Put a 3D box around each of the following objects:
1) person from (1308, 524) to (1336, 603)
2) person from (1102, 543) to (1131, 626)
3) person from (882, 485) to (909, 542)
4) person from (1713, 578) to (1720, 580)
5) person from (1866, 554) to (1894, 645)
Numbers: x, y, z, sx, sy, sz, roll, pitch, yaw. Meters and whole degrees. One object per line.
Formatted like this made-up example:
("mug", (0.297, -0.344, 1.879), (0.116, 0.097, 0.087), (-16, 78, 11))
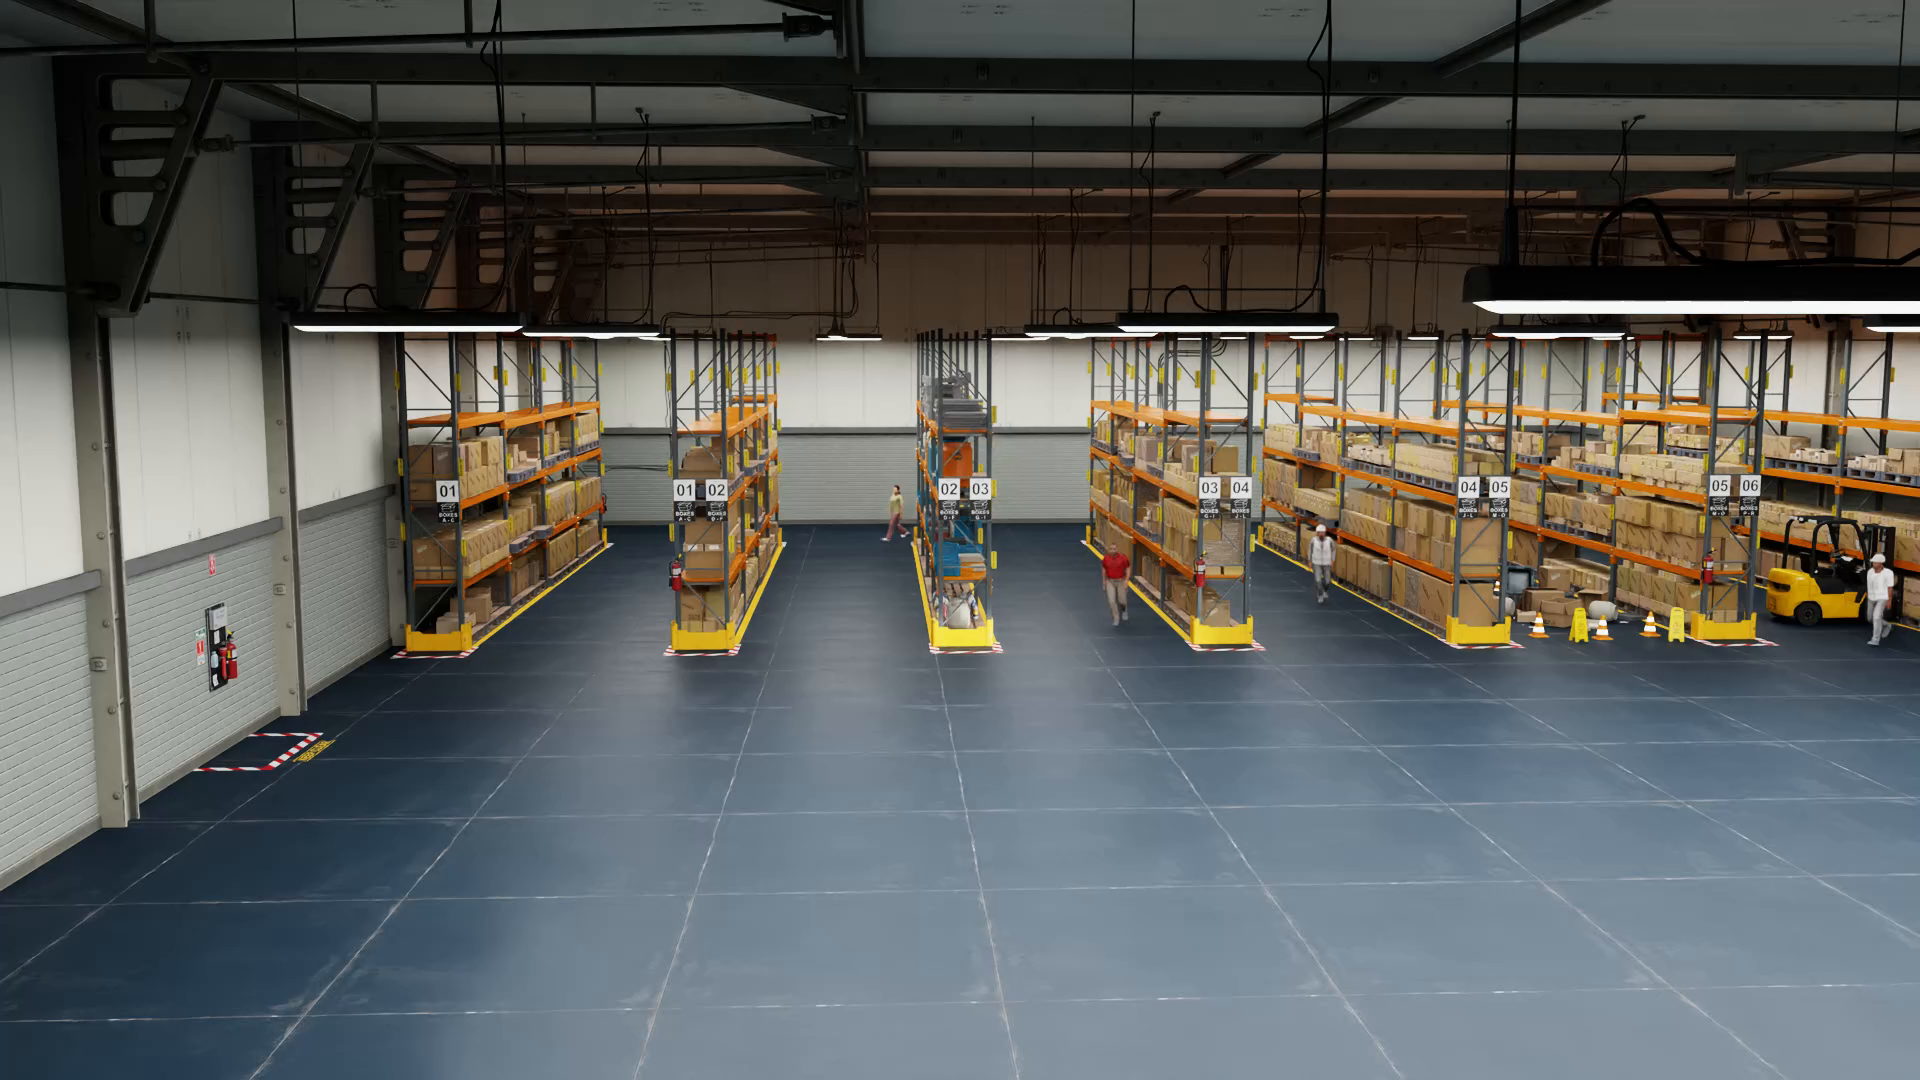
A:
("person", (8.043, 0.508, 36.959), (0.600, 1.754, 0.660), (1, 7, 10))
("person", (3.217, 0.875, 34.087), (0.596, 1.701, 0.669), (2, 7, 14))
("person", (-1.833, -0.777, 48.305), (0.946, 1.643, 0.435), (-4, 8, -33))
("person", (16.585, 0.654, 36.511), (0.497, 1.567, 0.735), (-1, 7, -10))
("person", (17.579, 1.119, 31.731), (0.831, 1.744, 0.577), (-3, 7, -23))
